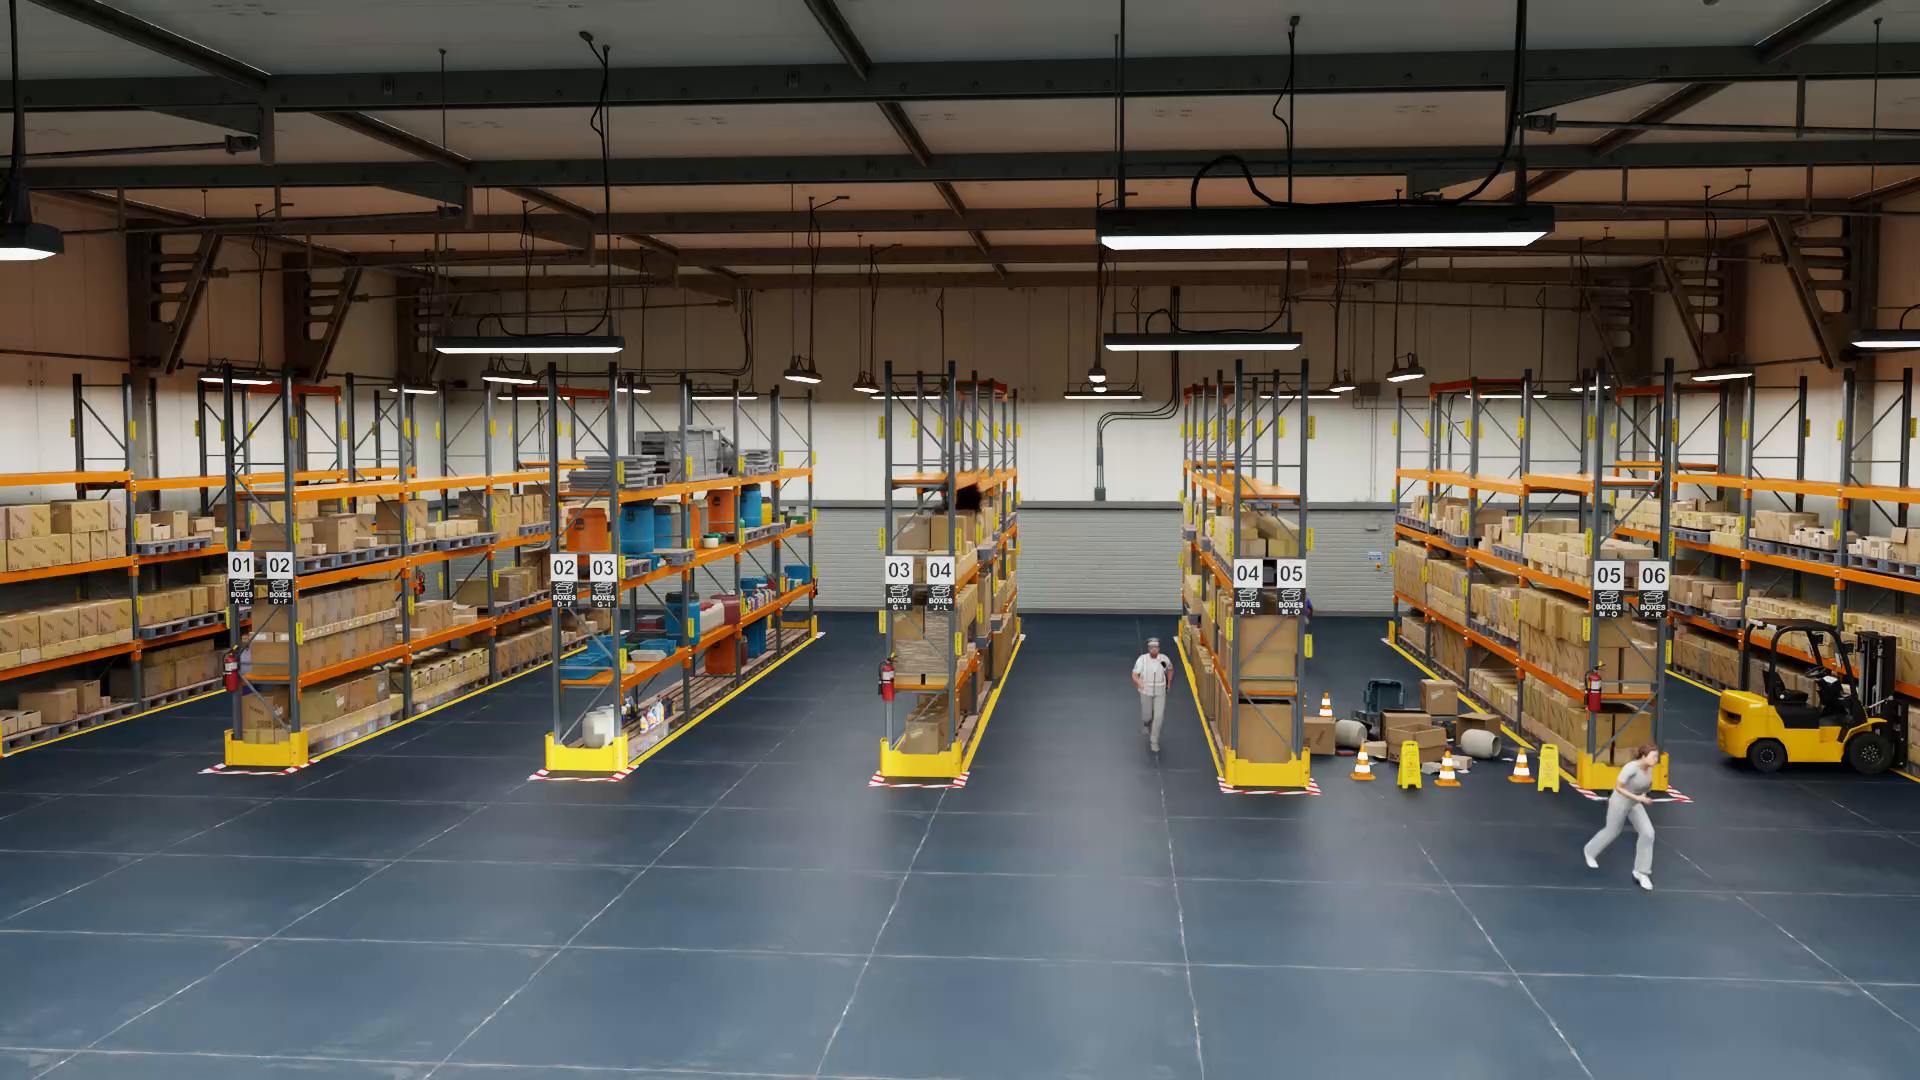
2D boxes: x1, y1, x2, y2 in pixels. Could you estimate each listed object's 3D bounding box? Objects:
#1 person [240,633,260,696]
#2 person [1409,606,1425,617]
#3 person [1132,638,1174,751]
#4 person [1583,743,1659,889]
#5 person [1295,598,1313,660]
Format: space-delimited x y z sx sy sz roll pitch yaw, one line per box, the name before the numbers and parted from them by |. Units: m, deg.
person | -11.955 2.373 27.832 0.599 1.608 0.531 1 4 11
person | 11.162 1.525 40.380 0.523 1.659 0.708 4 5 43
person | 3.060 2.421 26.329 0.673 1.790 0.814 0 4 0
person | 7.380 3.011 18.573 0.606 1.626 0.961 -2 4 -30
person | 7.375 1.854 35.972 0.575 1.652 0.937 0 4 -4
